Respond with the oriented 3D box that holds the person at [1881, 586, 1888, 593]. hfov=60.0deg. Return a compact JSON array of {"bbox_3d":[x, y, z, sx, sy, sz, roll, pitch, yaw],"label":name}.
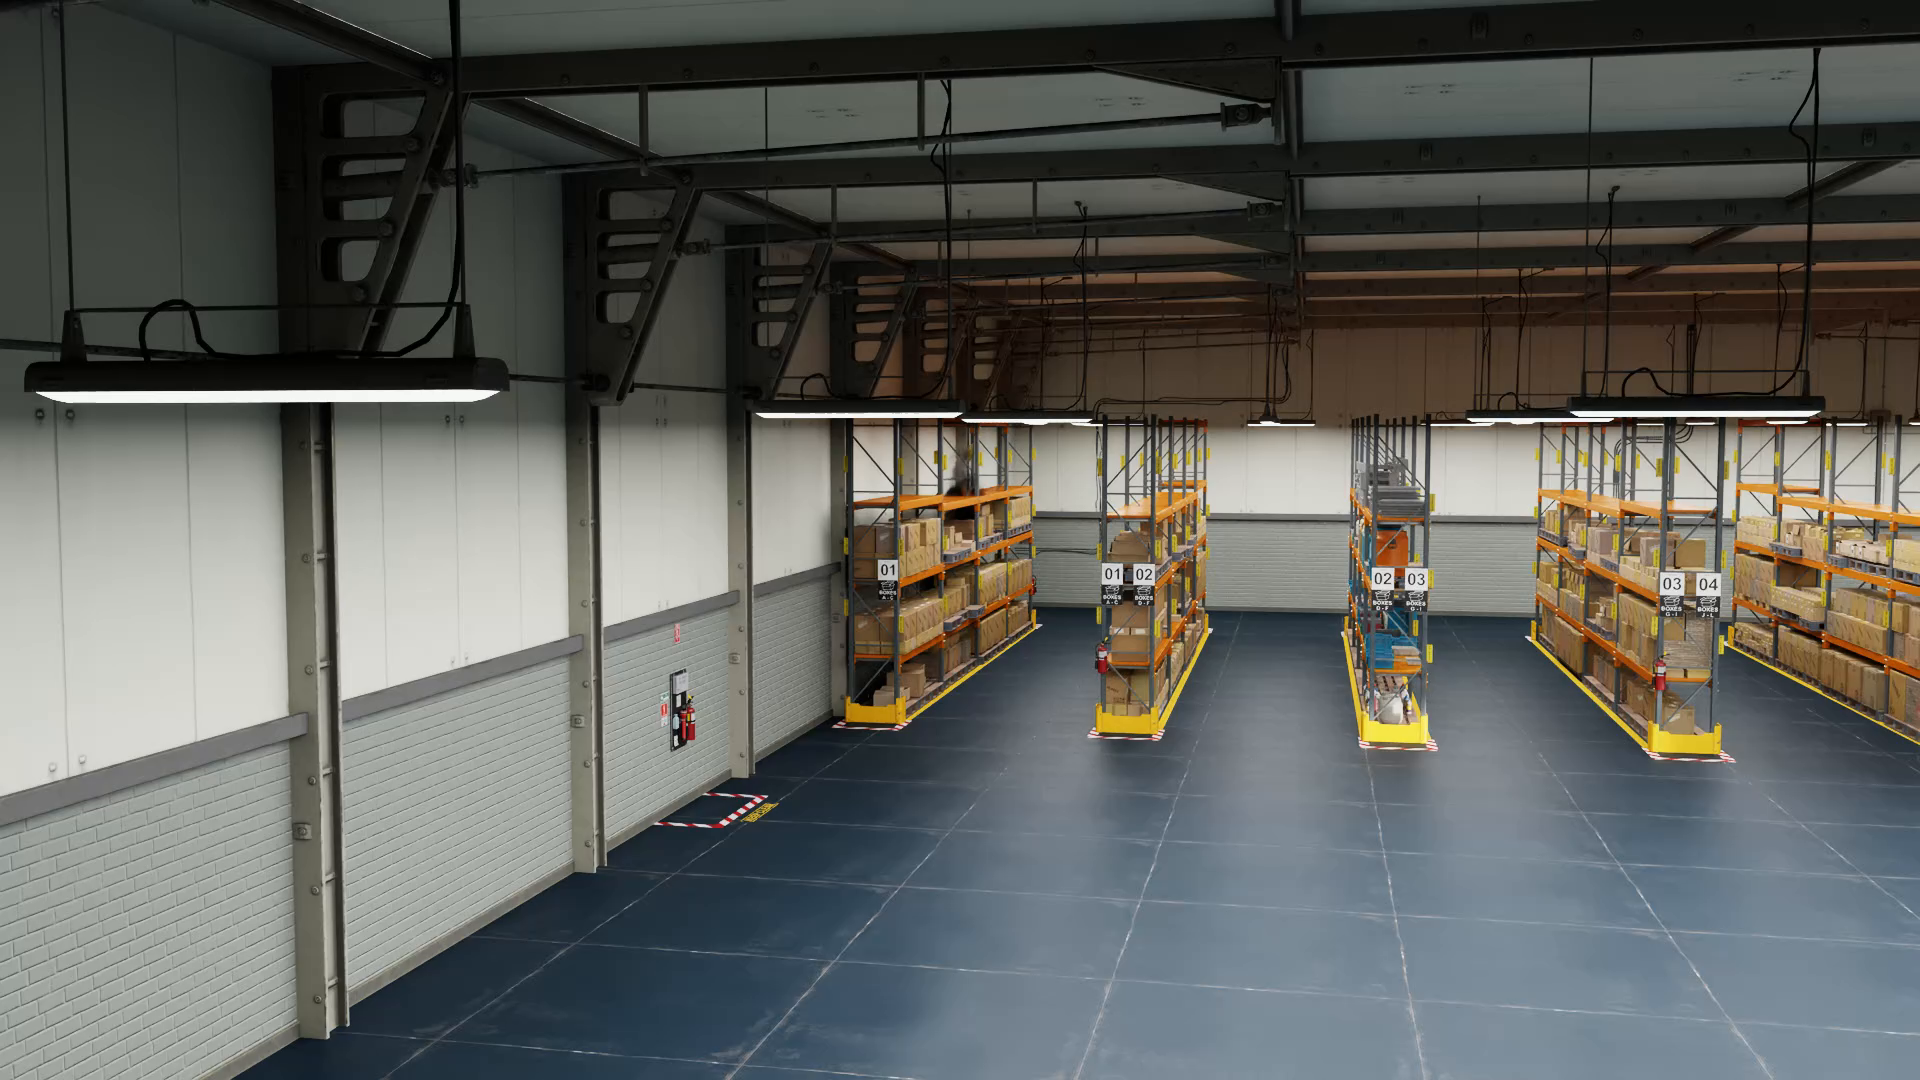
[{"bbox_3d":[24.831,1.967,44.588,0.611,1.616,0.610,1,4,14],"label":"person"}]
